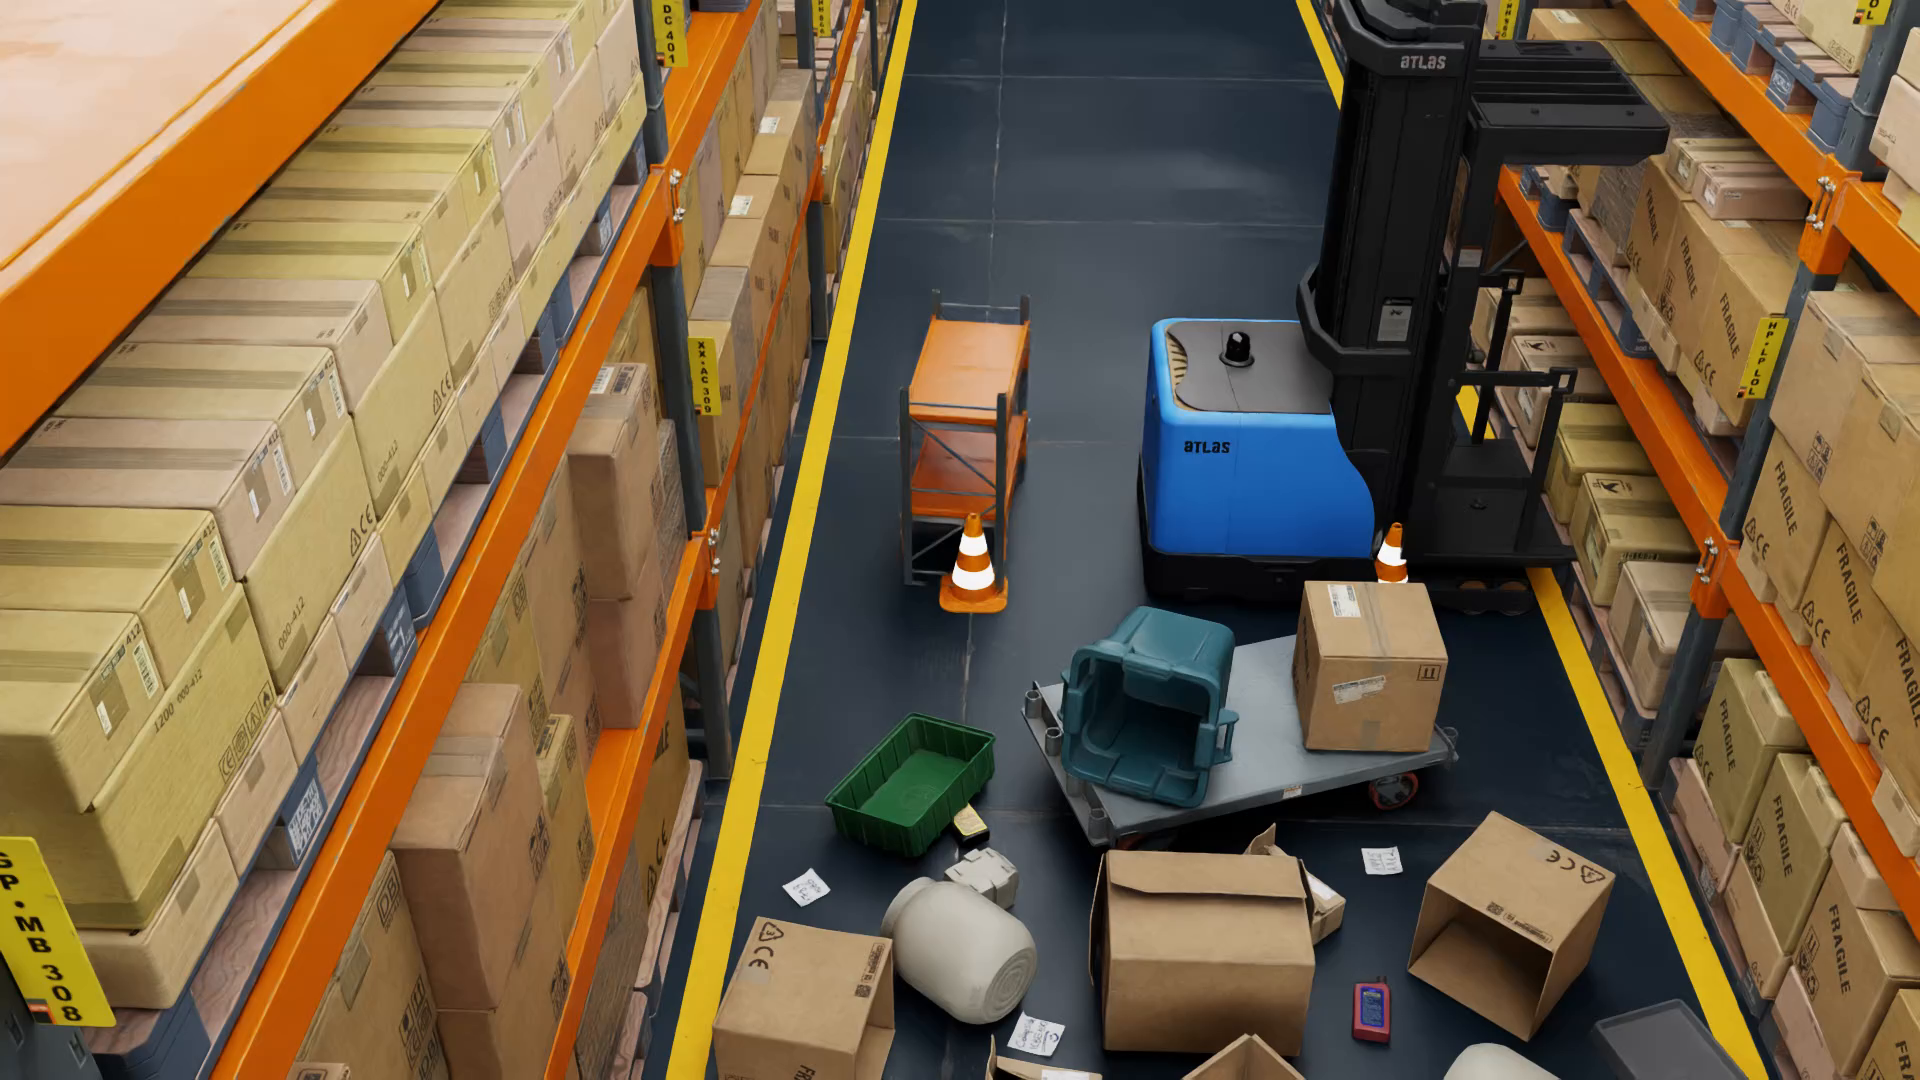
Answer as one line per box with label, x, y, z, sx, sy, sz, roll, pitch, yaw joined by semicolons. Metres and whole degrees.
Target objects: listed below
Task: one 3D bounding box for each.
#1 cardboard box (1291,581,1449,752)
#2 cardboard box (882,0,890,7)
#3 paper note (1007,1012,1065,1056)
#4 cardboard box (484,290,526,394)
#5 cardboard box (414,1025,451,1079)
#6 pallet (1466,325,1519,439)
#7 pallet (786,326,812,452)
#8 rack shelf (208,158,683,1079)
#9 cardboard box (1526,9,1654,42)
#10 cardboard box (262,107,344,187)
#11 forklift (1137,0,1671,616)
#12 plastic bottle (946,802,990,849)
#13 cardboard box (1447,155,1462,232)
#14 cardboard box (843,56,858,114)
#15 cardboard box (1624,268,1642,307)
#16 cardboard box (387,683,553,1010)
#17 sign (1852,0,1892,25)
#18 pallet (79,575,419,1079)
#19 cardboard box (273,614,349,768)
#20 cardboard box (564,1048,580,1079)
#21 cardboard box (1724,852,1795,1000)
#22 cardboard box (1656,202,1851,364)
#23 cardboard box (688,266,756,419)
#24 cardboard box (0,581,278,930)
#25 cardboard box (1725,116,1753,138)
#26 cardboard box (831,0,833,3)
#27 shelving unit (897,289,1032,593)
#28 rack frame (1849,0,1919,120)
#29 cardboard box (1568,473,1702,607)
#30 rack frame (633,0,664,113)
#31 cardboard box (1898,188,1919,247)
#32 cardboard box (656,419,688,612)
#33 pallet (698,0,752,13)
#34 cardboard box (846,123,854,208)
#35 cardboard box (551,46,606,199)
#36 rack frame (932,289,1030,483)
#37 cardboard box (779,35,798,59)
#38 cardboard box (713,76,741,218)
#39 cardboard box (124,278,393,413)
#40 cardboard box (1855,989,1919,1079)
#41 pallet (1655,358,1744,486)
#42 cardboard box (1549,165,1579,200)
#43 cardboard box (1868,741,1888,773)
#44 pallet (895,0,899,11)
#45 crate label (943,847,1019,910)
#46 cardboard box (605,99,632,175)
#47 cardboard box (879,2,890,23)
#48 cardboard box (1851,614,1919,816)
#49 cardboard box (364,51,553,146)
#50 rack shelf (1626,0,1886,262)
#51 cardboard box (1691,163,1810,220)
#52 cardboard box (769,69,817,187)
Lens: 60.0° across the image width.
cardboard box;1.676;0.519;6.864;0.500;0.500;0.500;1;35;2
cardboard box;-0.823;-4.895;14.908;0.380;0.149;0.250;1;35;2
paper note;0.280;1.814;6.095;0.172;0.023;0.155;13;37;18
cardboard box;-1.250;-0.470;3.914;0.380;0.149;0.250;1;35;2
cardboard box;-1.685;1.479;3.852;0.875;0.550;0.550;1;35;2
pallet;3.584;-0.879;9.762;1.003;0.211;1.213;1;35;2
pallet;-1.441;-0.933;9.839;1.003;0.211;1.213;1;35;2
rack shelf;-1.575;-0.011;4.119;1.077;0.370;4.000;1;35;2
cardboard box;3.367;-2.550;9.004;0.500;0.500;0.500;0;35;1
cardboard box;-1.832;-0.873;4.140;0.500;0.250;0.500;1;35;1
forklift;2.451;-1.142;7.772;3.031;2.935;1.130;1;35;2
plastic bottle;0.003;1.169;6.979;0.133;0.061;0.283;-17;38;-22
cardboard box;3.767;-2.678;11.381;0.875;0.875;0.875;2;35;2
cardboard box;-0.991;-3.246;11.862;0.500;0.250;0.500;0;35;0
cardboard box;3.256;-1.127;7.544;0.380;0.149;0.250;1;35;2
cardboard box;-1.513;0.719;3.994;0.875;0.550;0.550;1;35;2
sign;2.901;-1.781;5.220;0.100;0.325;0.005;1;35;2
pallet;-1.636;0.454;2.909;1.003;0.211;1.213;1;35;2
cardboard box;-1.301;0.254;2.883;0.380;0.149;0.250;1;35;2
cardboard box;-1.660;1.872;4.906;0.875;0.875;0.875;1;35;1
cardboard box;3.152;1.422;6.089;0.500;0.250;0.500;3;35;5
cardboard box;3.264;-1.060;6.885;0.500;0.500;0.500;2;35;2
cardboard box;-1.185;-0.854;7.215;0.500;0.500;0.500;2;35;2
cardboard box;-1.379;0.300;2.471;0.500;0.250;0.500;1;35;2
cardboard box;3.824;-1.634;7.702;0.500;0.500;0.500;0;35;0
cardboard box;-1.051;-3.758;11.287;0.380;0.149;0.250;0;35;0
shelving unit;0.038;-0.514;8.427;0.538;1.125;1.048;5;35;6
rack frame;3.456;-2.625;4.604;1.000;3.000;0.127;1;35;2
cardboard box;3.500;0.018;7.981;0.950;0.372;0.625;3;35;5
rack frame;-1.494;-2.681;4.685;1.000;3.000;0.127;1;35;2
cardboard box;3.129;-0.972;5.080;0.380;0.149;0.250;1;35;2
cardboard box;-1.497;-0.076;6.064;0.875;0.550;0.550;1;35;2
pallet;-1.348;-2.661;7.429;1.003;0.211;1.213;3;35;4
cardboard box;-1.018;-2.658;11.678;0.500;0.500;0.500;0;35;1
cardboard box;-1.278;-1.148;4.531;0.500;0.250;0.500;1;35;2
rack frame;0.108;-0.802;8.840;0.500;1.125;0.032;5;35;6
cardboard box;-1.114;-2.989;9.934;0.380;0.149;0.250;3;35;4
cardboard box;-1.419;-1.838;7.746;0.700;0.500;0.500;1;35;1
cardboard box;-1.282;-0.360;3.064;0.380;0.149;0.250;1;35;1
cardboard box;3.112;1.718;5.016;0.500;0.500;0.500;1;35;1
pallet;3.632;-0.528;7.005;1.003;0.211;1.213;1;35;2
cardboard box;3.284;-1.880;8.615;0.380;0.149;0.250;2;35;2
cardboard box;3.160;0.701;5.308;0.380;0.149;0.250;1;35;2
pallet;-1.083;-5.471;16.296;1.003;0.211;1.213;1;35;2
crate label;0.080;1.366;6.633;0.298;0.136;0.250;-24;42;-30
cardboard box;-1.199;-1.202;4.956;0.380;0.149;0.250;2;35;3
cardboard box;-0.826;-4.777;14.998;0.380;0.149;0.250;0;35;1
cardboard box;3.130;0.490;5.043;0.500;0.500;0.500;1;35;1
cardboard box;-1.230;-1.090;4.103;0.380;0.149;0.250;1;35;2
rack shelf;3.536;-2.252;7.309;1.077;0.370;4.000;1;35;2
cardboard box;3.263;-1.437;6.857;0.380;0.149;0.250;0;35;1
cardboard box;-1.083;-2.301;9.274;0.500;0.500;0.500;1;35;2
